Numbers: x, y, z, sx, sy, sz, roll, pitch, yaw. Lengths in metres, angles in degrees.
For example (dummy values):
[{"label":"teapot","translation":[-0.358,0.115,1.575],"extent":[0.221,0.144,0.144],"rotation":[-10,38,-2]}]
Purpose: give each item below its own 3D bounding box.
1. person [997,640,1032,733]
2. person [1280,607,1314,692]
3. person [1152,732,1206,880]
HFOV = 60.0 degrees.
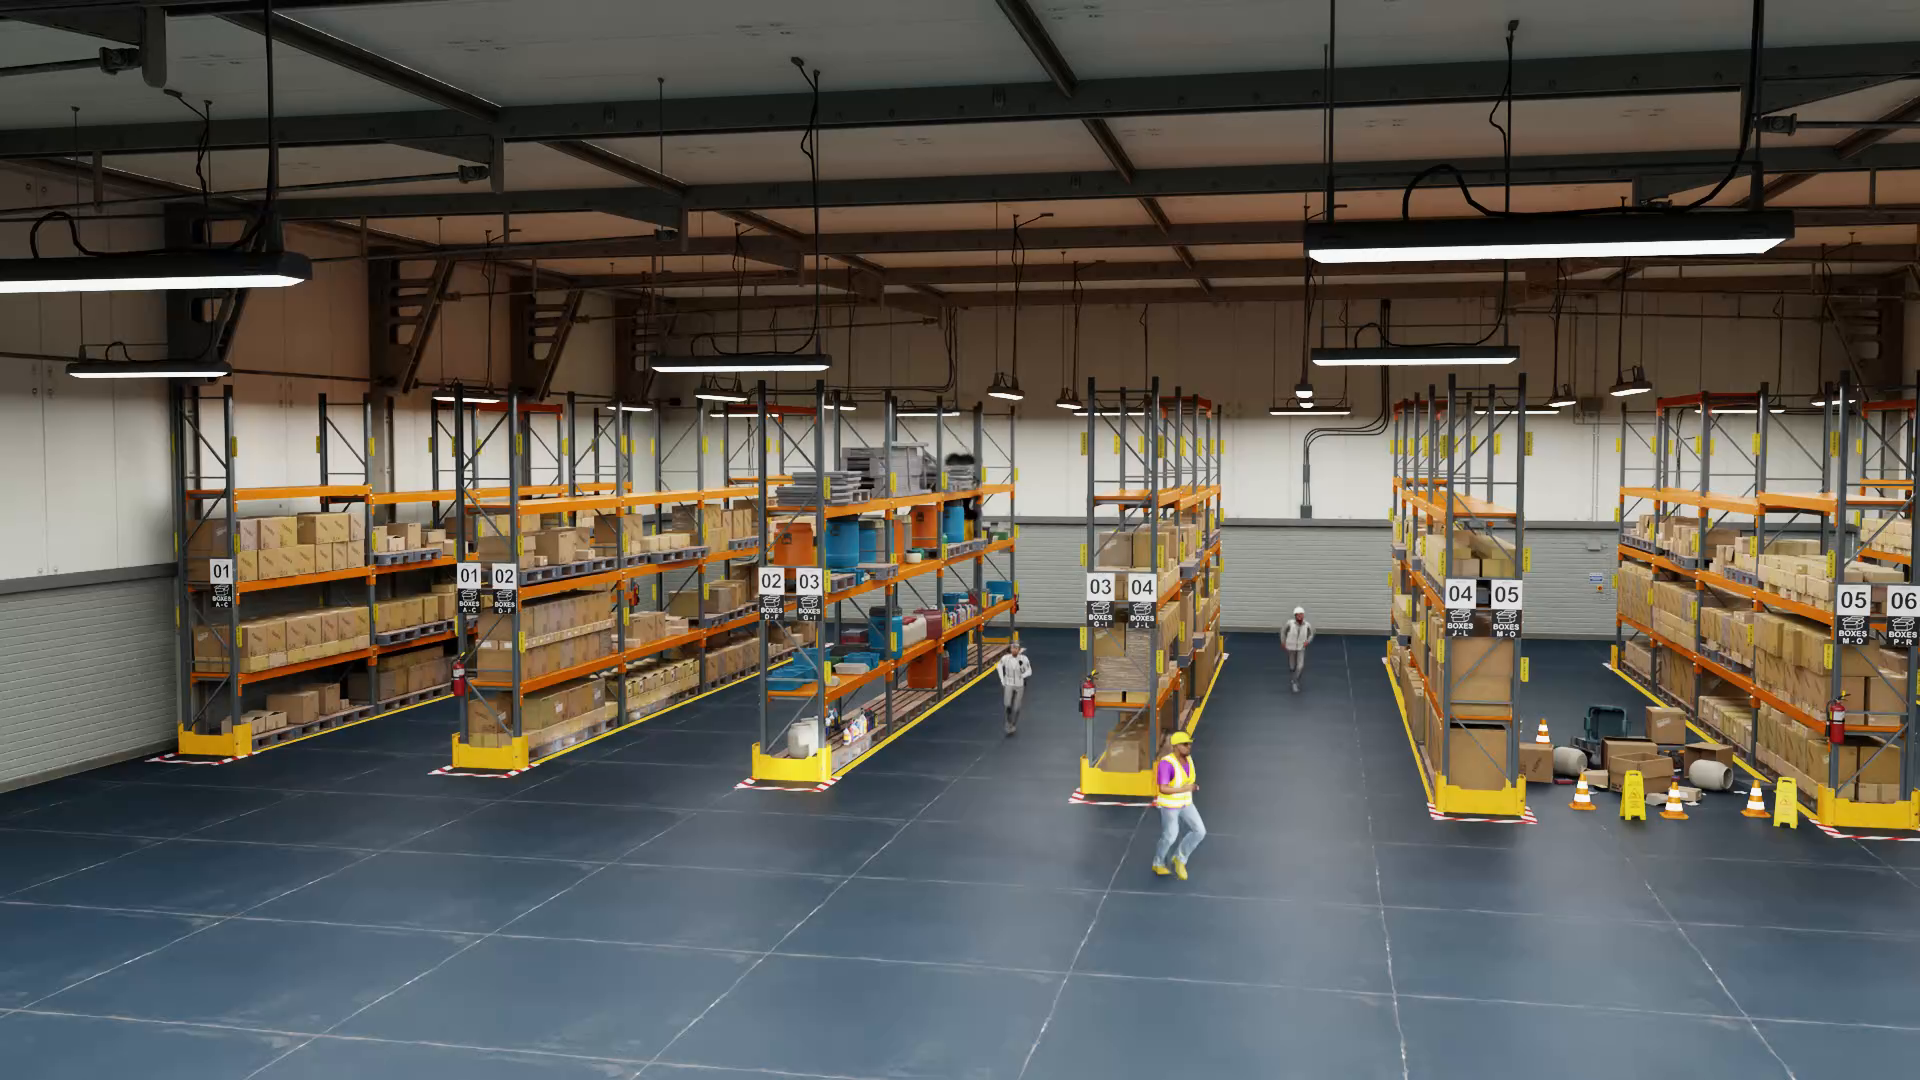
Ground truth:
[{"label":"person","translation":[0.945,2.542,28.881],"extent":[0.607,1.646,0.663],"rotation":[0,3,2]},{"label":"person","translation":[6.957,2.239,34.334],"extent":[0.683,1.737,0.706],"rotation":[1,3,9]},{"label":"person","translation":[2.509,3.049,19.109],"extent":[0.736,1.726,0.790],"rotation":[-3,4,-40]}]
